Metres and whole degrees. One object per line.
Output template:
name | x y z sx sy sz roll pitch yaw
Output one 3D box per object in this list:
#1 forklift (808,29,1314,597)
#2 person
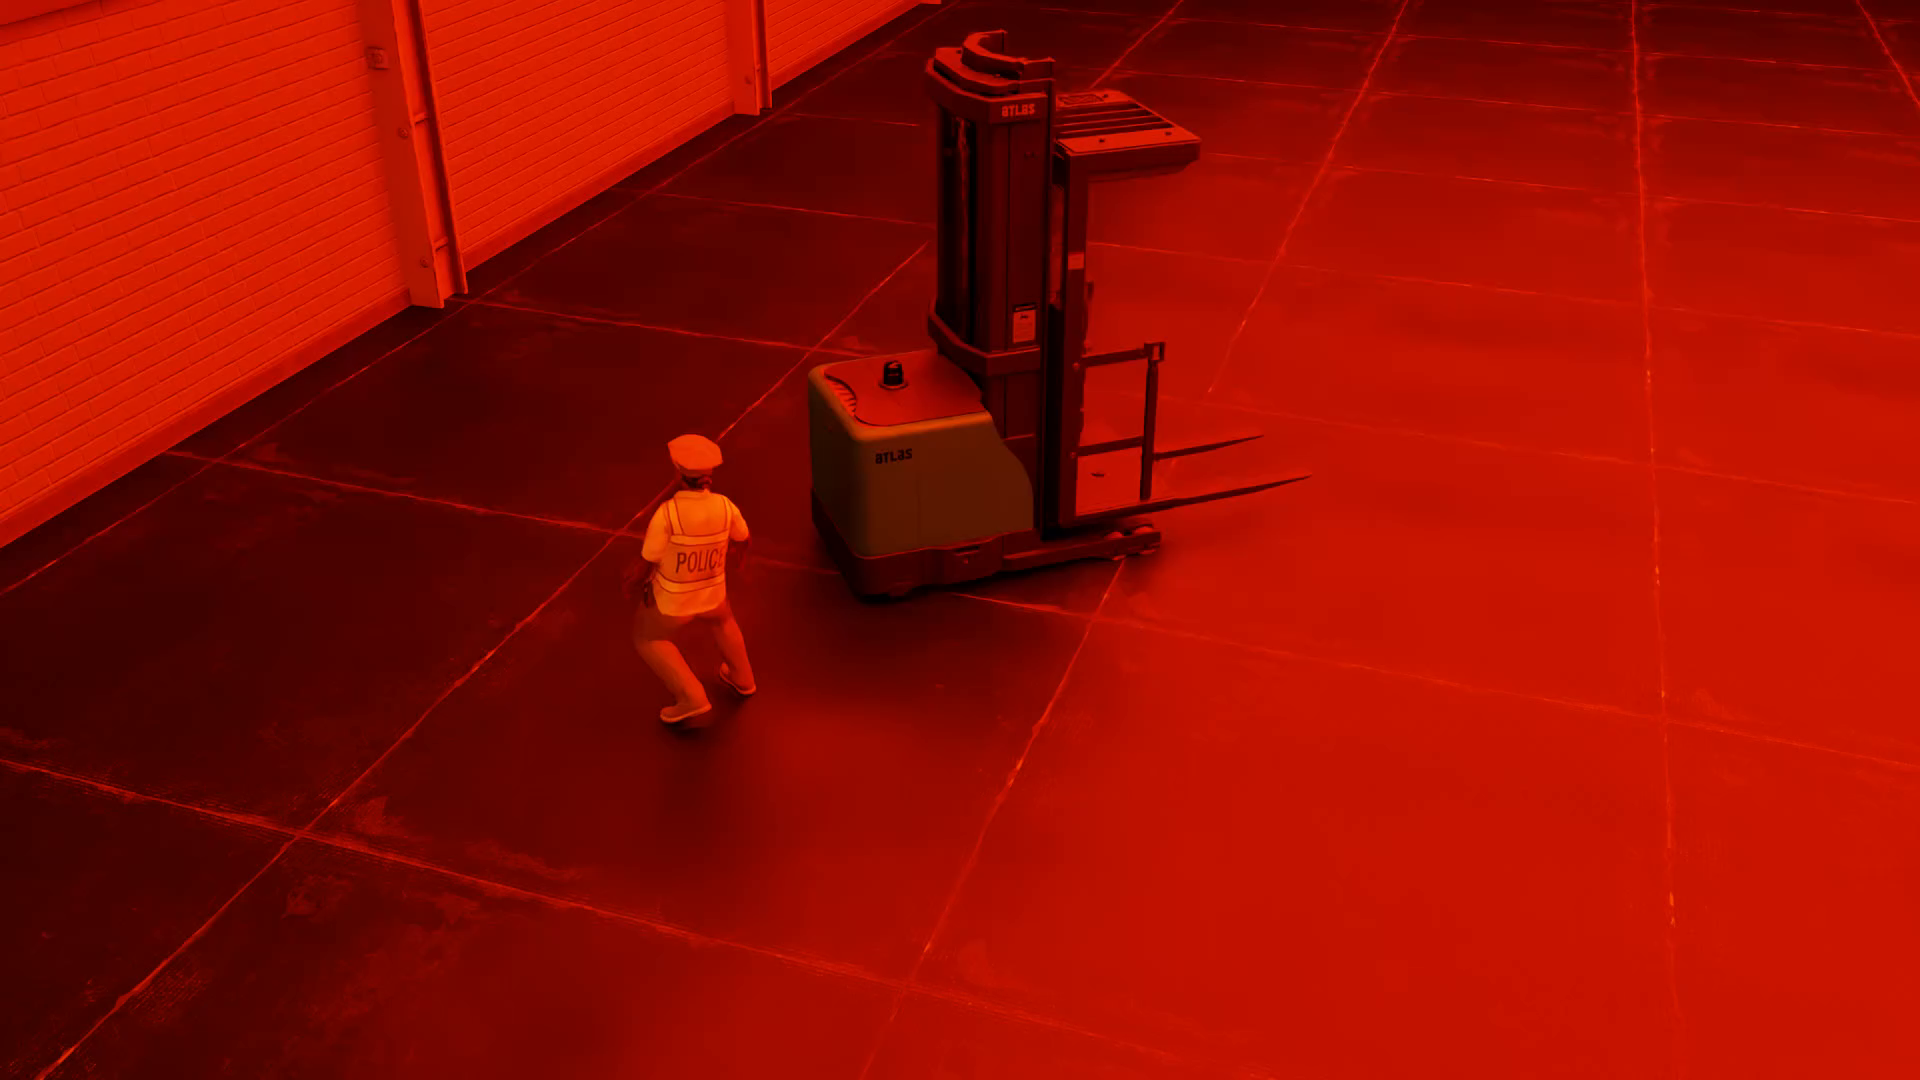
forklift | 0.671 -1.387 9.569 3.031 2.935 1.130 -10 31 -17
person | -1.299 0.187 8.163 0.700 1.582 0.573 -18 34 -28
